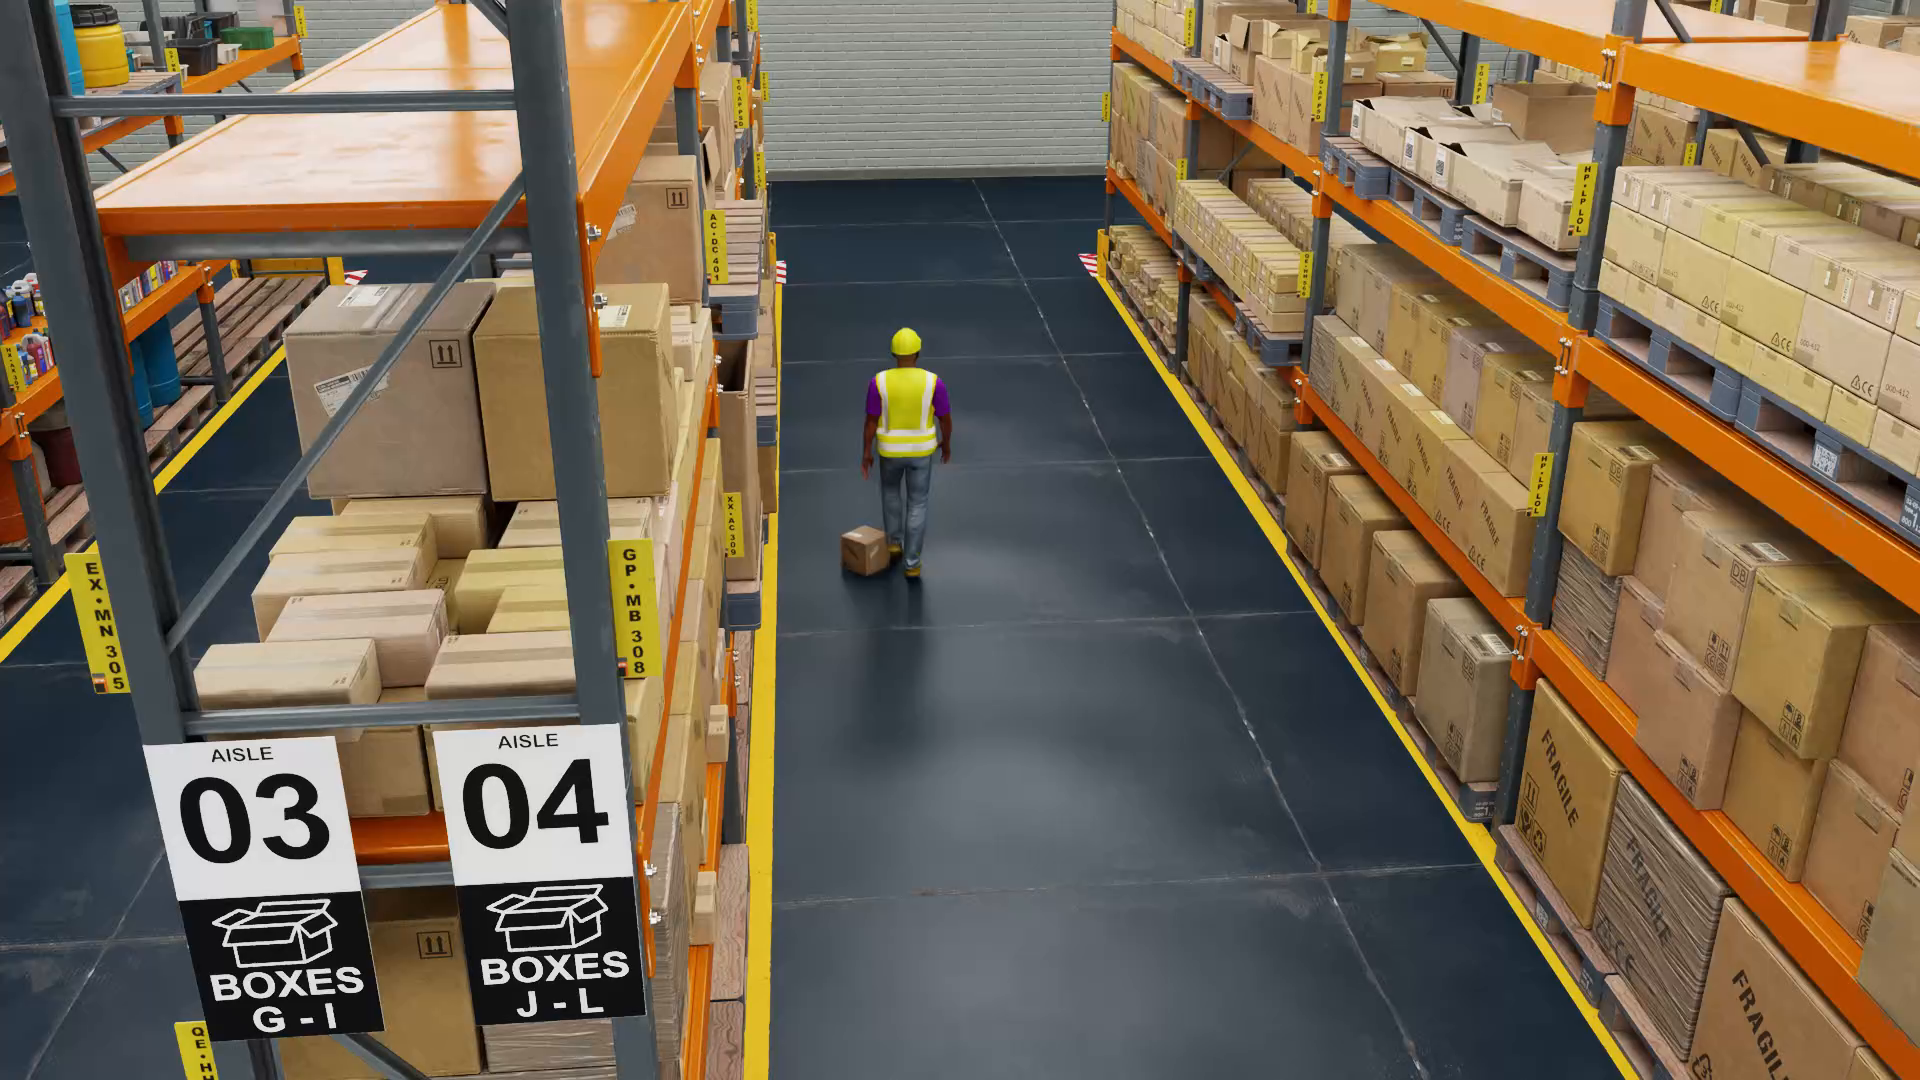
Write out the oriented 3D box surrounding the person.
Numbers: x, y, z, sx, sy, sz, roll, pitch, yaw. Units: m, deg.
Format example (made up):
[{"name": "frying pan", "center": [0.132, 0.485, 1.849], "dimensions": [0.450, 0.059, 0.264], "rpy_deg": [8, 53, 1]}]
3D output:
[{"name": "person", "center": [-0.373, -0.604, 11.693], "dimensions": [0.625, 1.818, 0.569], "rpy_deg": [1, 24, 3]}]
